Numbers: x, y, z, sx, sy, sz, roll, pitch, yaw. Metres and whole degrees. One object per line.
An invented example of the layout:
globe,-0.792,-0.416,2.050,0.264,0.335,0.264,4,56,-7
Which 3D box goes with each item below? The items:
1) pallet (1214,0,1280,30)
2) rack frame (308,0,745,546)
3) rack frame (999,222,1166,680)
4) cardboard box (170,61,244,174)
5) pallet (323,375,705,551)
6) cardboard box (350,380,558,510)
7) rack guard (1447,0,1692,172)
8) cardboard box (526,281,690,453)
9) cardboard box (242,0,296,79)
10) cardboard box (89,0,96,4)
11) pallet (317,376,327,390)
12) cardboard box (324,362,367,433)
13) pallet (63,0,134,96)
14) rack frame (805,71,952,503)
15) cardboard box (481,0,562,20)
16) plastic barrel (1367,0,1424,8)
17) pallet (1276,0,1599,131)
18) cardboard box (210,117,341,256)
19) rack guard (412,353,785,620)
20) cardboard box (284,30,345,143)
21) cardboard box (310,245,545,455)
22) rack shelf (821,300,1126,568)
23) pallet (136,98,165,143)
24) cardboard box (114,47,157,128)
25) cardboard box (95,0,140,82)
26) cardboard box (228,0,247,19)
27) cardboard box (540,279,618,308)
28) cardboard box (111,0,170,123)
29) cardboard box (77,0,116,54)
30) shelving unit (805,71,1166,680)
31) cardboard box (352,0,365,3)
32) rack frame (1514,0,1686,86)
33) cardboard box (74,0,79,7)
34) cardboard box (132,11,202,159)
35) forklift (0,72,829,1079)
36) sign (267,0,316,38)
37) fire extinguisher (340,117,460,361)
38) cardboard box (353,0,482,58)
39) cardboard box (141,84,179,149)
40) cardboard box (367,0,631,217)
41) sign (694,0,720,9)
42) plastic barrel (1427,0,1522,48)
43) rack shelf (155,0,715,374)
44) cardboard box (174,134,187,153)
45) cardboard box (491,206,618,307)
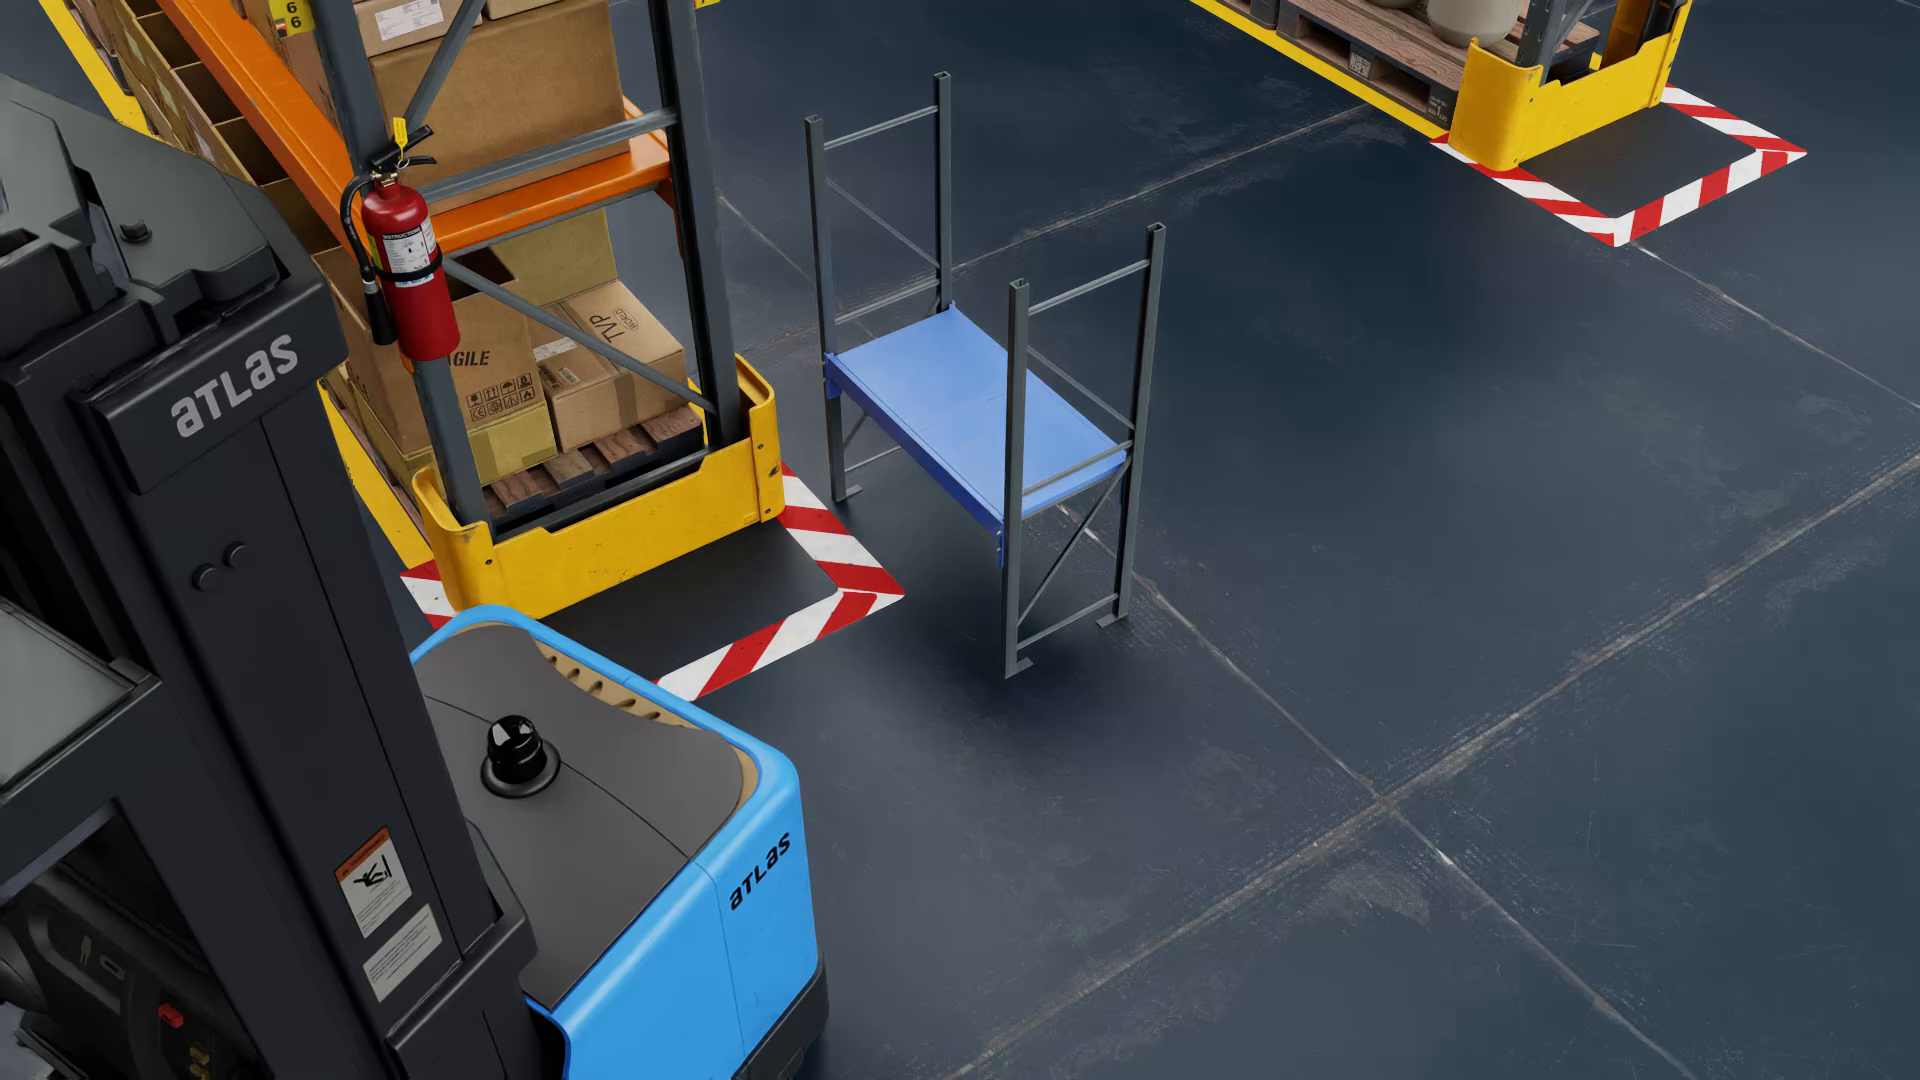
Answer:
pallet,1.645,-3.198,8.947,1.003,0.211,1.213,-26,49,-24
rack frame,-1.184,-1.075,4.704,1.000,3.000,0.127,-26,49,-24
rack frame,0.340,-0.206,4.880,0.500,1.500,0.032,-26,49,-24
cardboard box,-2.604,-1.534,6.329,0.500,0.500,0.500,-26,49,-24
pallet,-1.656,-0.483,6.103,1.003,0.211,1.213,-26,49,-24
cardboard box,-1.733,-0.419,5.704,0.500,0.250,0.500,-26,49,-24
rack guard,2.799,-2.150,7.640,1.175,0.500,0.348,-26,49,-24
cardboard box,-1.308,-0.624,5.919,0.500,0.250,0.500,-26,49,-24
cardboard box,-2.024,-1.960,5.558,0.700,0.500,0.500,-25,49,-24
cardboard box,-3.939,-2.817,7.809,0.500,0.311,0.500,-26,49,-24
pallet,-2.349,-1.173,6.826,1.003,0.211,1.213,-26,49,-24
cardboard box,-2.029,-0.698,5.996,0.500,0.250,0.500,-26,49,-24
pallet,-3.926,-2.734,8.461,1.003,0.211,1.213,-26,49,-24
rack frame,-0.242,-0.782,5.483,0.500,1.500,0.032,-26,49,-24
cardboard box,-1.232,-1.653,4.767,0.380,0.149,0.250,-26,49,-25
plastic barrel,2.155,-2.908,8.122,0.421,0.512,0.421,0,44,0
pallet,2.339,-2.508,8.224,1.003,0.211,1.213,-26,49,-24
cardboard box,-2.319,-1.250,6.032,0.500,0.500,0.500,-26,49,-24
rack guard,-1.170,-0.157,5.553,1.175,0.500,0.348,-26,49,-24
cardboard box,-1.745,-1.676,5.261,0.700,0.500,0.500,-24,49,-23
cardboard box,-1.735,-0.690,5.444,0.500,0.500,0.500,-26,49,-24
rack shelf,0.049,-0.364,5.306,0.538,0.185,1.000,-26,49,-24
pallet,-3.051,-1.865,7.551,1.003,0.211,1.213,-26,49,-24
cardboard box,-3.455,-2.115,7.481,0.500,0.250,0.500,-26,49,-24
cardboard box,-3.464,-2.383,7.218,0.500,0.500,0.500,-26,49,-24
cardboard box,-2.328,-2.256,5.869,0.700,0.500,0.500,-24,49,-23
cardboard box,-1.597,-0.906,6.214,0.500,0.250,0.500,-26,49,-24
cardboard box,-3.171,-2.103,6.924,0.500,0.500,0.500,-26,49,-24
cardboard box,-3.947,-2.618,8.007,0.500,0.250,0.500,-26,50,-25
shelving unit,0.049,-0.494,5.182,0.538,1.500,1.048,-26,49,-24
cardboard box,-1.471,-1.880,4.535,0.700,0.500,0.500,-26,49,-24
rack frame,2.881,-3.030,6.751,1.000,3.000,0.127,-26,49,-24
cardboard box,-4.235,-2.905,8.308,0.500,0.250,0.500,-26,50,-25
cardboard box,-2.891,-1.817,6.625,0.500,0.500,0.500,-26,49,-24
forklift,-1.566,0.883,2.703,1.130,2.935,3.031,24,49,23
sign,-1.637,-1.373,4.006,0.100,0.325,0.005,-26,49,-24
fire extinguisher,-1.497,-0.797,4.468,0.296,0.674,0.183,-26,49,-24
cardboard box,-1.559,-1.487,4.593,0.380,0.149,0.250,-27,50,-25
cardboard box,-3.174,-1.830,7.182,0.500,0.250,0.500,-26,49,-24
cardboard box,-1.440,-1.381,4.952,0.700,0.500,0.500,-26,49,-24
sign,-0.725,-1.633,4.604,0.100,0.325,0.005,-26,49,-24
plastic barrel,2.442,-2.624,7.824,0.421,0.512,0.421,0,44,0
rack shelf,-2.328,-1.948,6.139,1.077,0.370,4.000,-26,49,-24
cardboard box,-2.892,-1.545,6.883,0.500,0.250,0.500,-26,49,-24
cardboard box,-1.596,-1.178,5.955,0.500,0.500,0.500,-26,49,-24
